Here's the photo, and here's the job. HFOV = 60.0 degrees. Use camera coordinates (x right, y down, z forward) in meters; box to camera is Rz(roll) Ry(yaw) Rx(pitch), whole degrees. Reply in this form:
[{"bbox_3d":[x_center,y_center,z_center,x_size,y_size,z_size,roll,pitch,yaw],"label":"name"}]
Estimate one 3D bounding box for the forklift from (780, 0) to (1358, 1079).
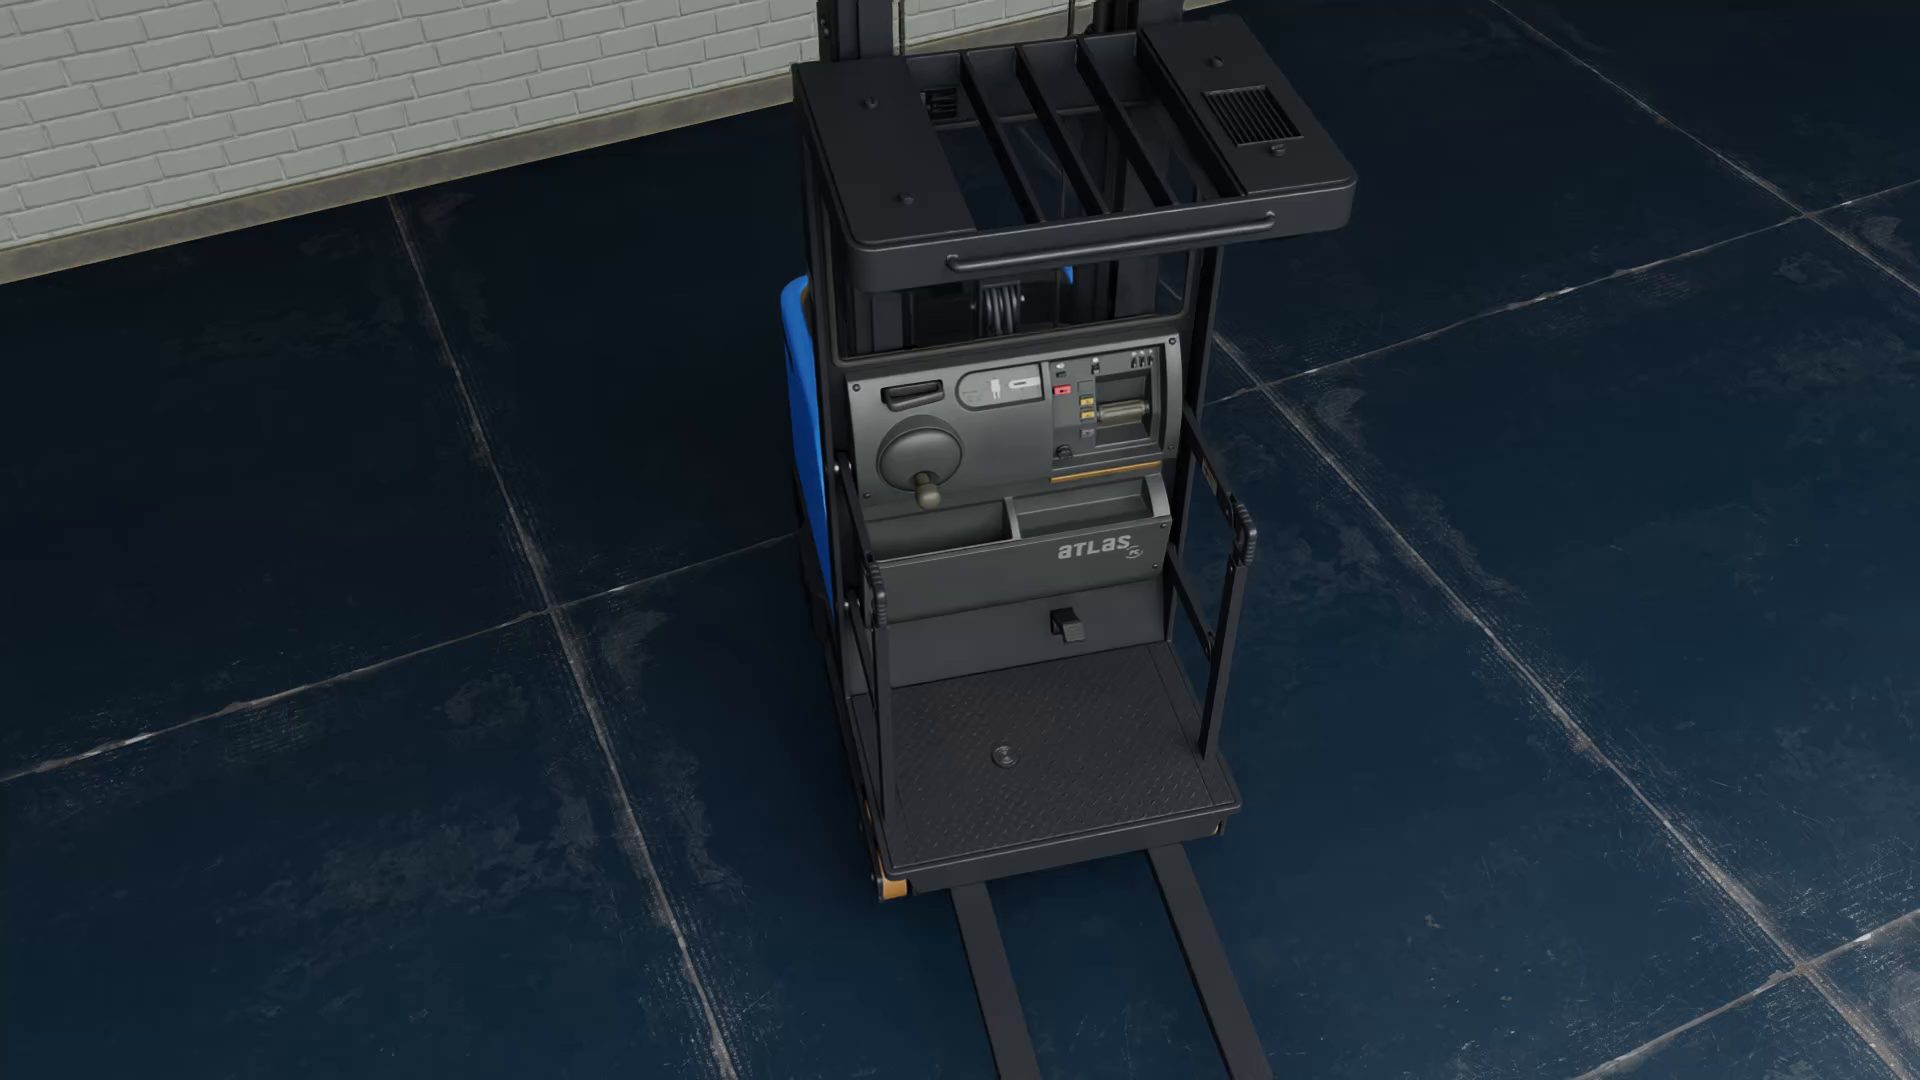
[{"bbox_3d":[0.209,-0.239,4.405,1.130,2.935,3.031,-9,45,-9],"label":"forklift"}]
